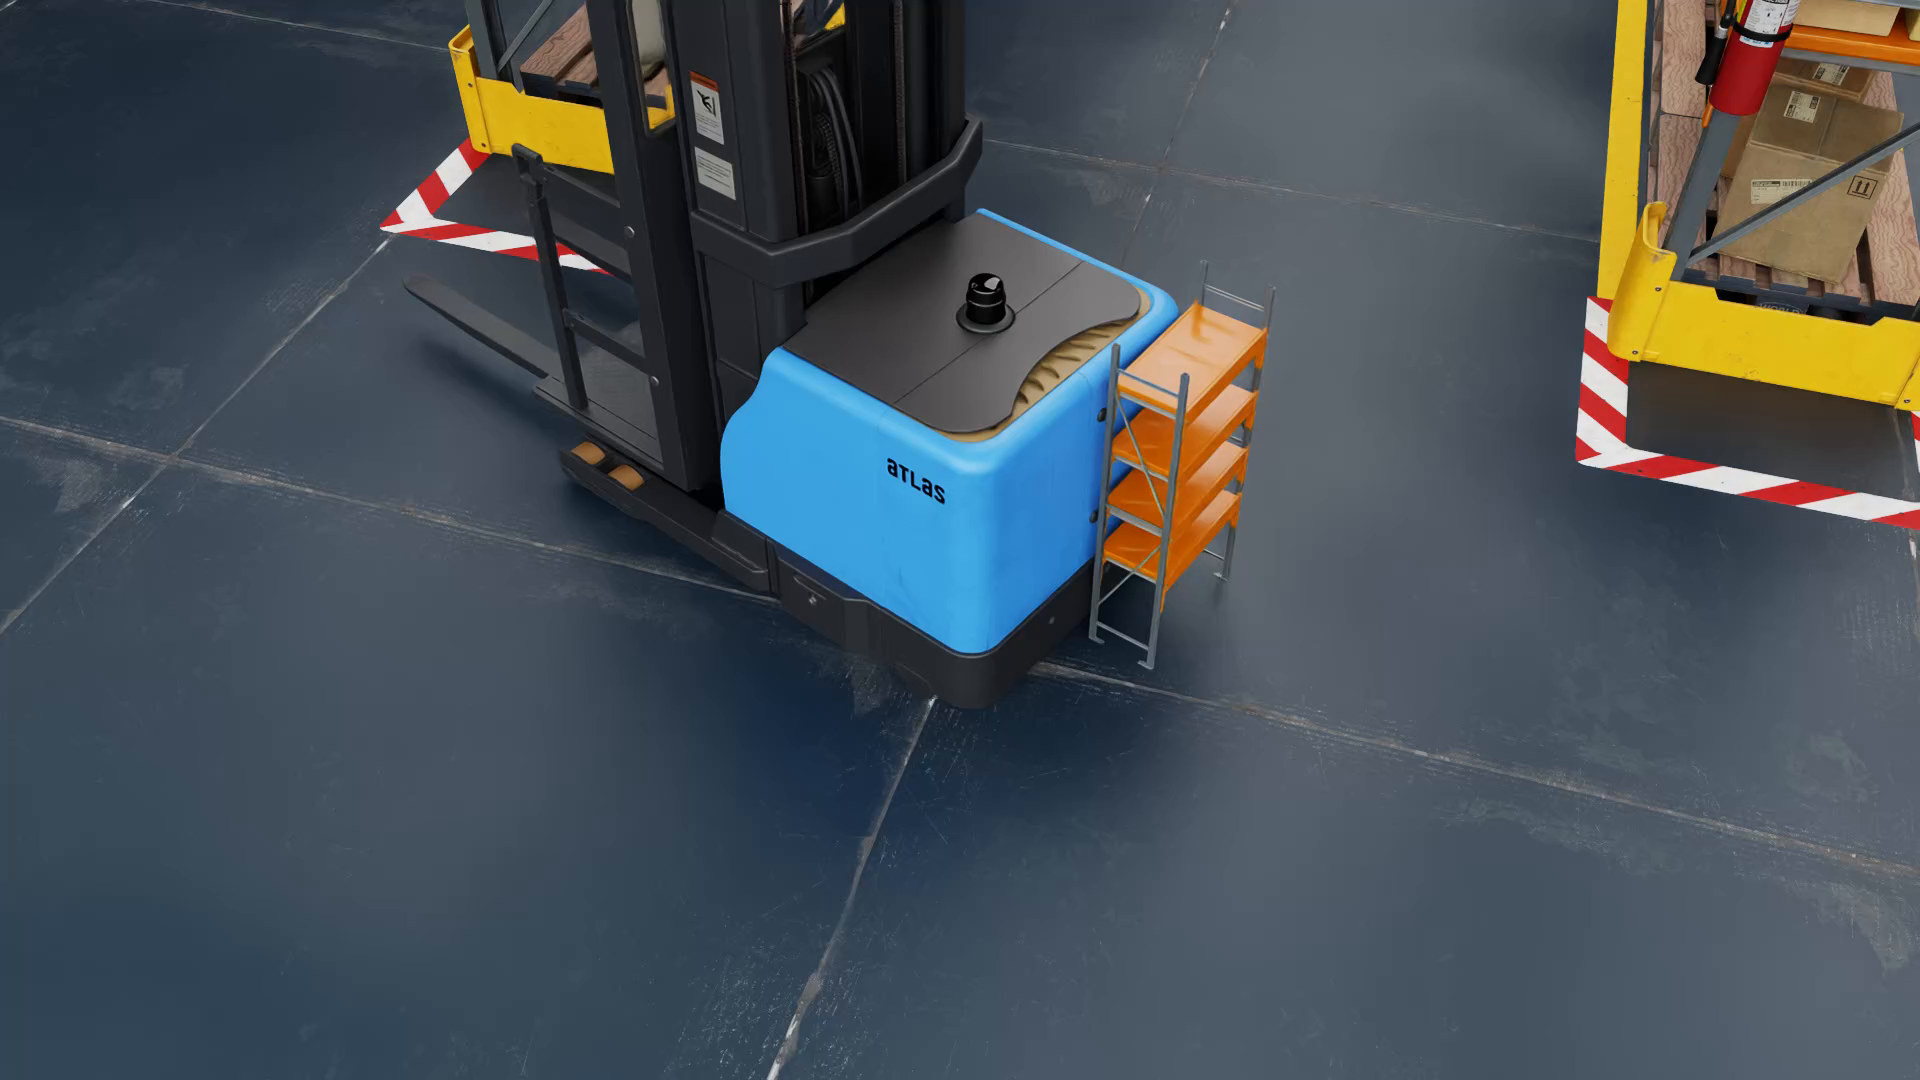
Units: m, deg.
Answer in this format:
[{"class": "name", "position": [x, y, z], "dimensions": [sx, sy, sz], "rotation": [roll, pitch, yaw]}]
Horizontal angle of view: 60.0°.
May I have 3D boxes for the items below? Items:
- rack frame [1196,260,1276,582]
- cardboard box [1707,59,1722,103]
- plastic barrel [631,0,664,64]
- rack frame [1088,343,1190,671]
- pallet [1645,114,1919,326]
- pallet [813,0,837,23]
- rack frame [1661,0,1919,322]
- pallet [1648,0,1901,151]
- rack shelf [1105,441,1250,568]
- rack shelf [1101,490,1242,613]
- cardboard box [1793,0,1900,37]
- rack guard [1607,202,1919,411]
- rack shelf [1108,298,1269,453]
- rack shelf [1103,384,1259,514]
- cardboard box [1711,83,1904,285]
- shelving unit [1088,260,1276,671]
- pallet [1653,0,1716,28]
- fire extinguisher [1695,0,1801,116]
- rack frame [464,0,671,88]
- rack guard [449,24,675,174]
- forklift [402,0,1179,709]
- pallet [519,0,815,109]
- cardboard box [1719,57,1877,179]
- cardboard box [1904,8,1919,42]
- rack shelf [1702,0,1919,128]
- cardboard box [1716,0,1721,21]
[{"class": "rack frame", "position": [0.805, -0.340, 5.240], "dimensions": [0.240, 1.200, 0.015], "rotation": [27, 50, 25]}, {"class": "cardboard box", "position": [3.668, -2.219, 7.360], "dimensions": [0.500, 0.500, 0.500], "rotation": [17, 47, 16]}, {"class": "plastic barrel", "position": [-1.487, -2.496, 7.634], "dimensions": [0.421, 0.512, 0.421], "rotation": [0, 44, 0]}, {"class": "rack frame", "position": [0.520, -0.063, 4.957], "dimensions": [0.240, 1.200, 0.015], "rotation": [27, 50, 25]}, {"class": "pallet", "position": [3.410, -1.319, 6.947], "dimensions": [1.003, 0.211, 1.213], "rotation": [13, 46, 13]}, {"class": "pallet", "position": [-1.013, -3.195, 8.864], "dimensions": [1.003, 0.211, 1.213], "rotation": [13, 46, 13]}, {"class": "rack frame", "position": [3.107, -1.731, 5.374], "dimensions": [1.000, 3.000, 0.127], "rotation": [13, 46, 13]}, {"class": "pallet", "position": [3.781, -2.130, 7.775], "dimensions": [1.003, 0.211, 1.213], "rotation": [13, 46, 13]}, {"class": "rack shelf", "position": [0.663, -0.154, 5.146], "dimensions": [0.258, 0.148, 0.480], "rotation": [27, 50, 25]}, {"class": "rack shelf", "position": [0.663, -0.012, 5.284], "dimensions": [0.258, 0.148, 0.480], "rotation": [27, 50, 25]}, {"class": "cardboard box", "position": [2.997, -1.875, 5.701], "dimensions": [0.380, 0.149, 0.250], "rotation": [13, 46, 13]}, {"class": "rack guard", "position": [3.130, -0.888, 6.300], "dimensions": [1.175, 0.500, 0.348], "rotation": [13, 46, 13]}, {"class": "rack shelf", "position": [0.663, -0.483, 4.824], "dimensions": [0.258, 0.148, 0.480], "rotation": [27, 50, 25]}, {"class": "rack shelf", "position": [0.663, -0.314, 4.989], "dimensions": [0.258, 0.148, 0.480], "rotation": [27, 50, 25]}, {"class": "cardboard box", "position": [3.312, -1.400, 6.523], "dimensions": [0.500, 0.500, 0.500], "rotation": [21, 48, 20]}, {"class": "shelving unit", "position": [0.663, -0.202, 5.098], "dimensions": [0.258, 1.200, 0.503], "rotation": [27, 50, 25]}, {"class": "pallet", "position": [4.149, -2.945, 8.609], "dimensions": [1.003, 0.211, 1.213], "rotation": [13, 46, 13]}, {"class": "fire extinguisher", "position": [2.633, -1.725, 5.423], "dimensions": [0.296, 0.674, 0.183], "rotation": [13, 46, 13]}, {"class": "rack frame", "position": [-1.613, -2.780, 6.446], "dimensions": [1.000, 3.000, 0.127], "rotation": [13, 46, 13]}, {"class": "rack guard", "position": [-1.635, -1.947, 7.383], "dimensions": [1.175, 0.500, 0.348], "rotation": [13, 46, 13]}, {"class": "forklift", "position": [-0.787, -1.401, 5.086], "dimensions": [3.031, 2.935, 1.130], "rotation": [30, 52, 27]}, {"class": "pallet", "position": [-1.384, -2.384, 8.036], "dimensions": [1.003, 0.211, 1.213], "rotation": [13, 46, 13]}, {"class": "cardboard box", "position": [3.460, -1.806, 6.938], "dimensions": [0.500, 0.500, 0.500], "rotation": [24, 49, 23]}, {"class": "cardboard box", "position": [3.421, -1.781, 5.605], "dimensions": [0.380, 0.149, 0.250], "rotation": [13, 46, 13]}, {"class": "rack shelf", "position": [3.713, -2.807, 6.988], "dimensions": [1.077, 0.370, 4.000], "rotation": [13, 46, 13]}, {"class": "cardboard box", "position": [3.880, -2.582, 7.731], "dimensions": [0.500, 0.500, 0.500], "rotation": [9, 45, 9]}]
